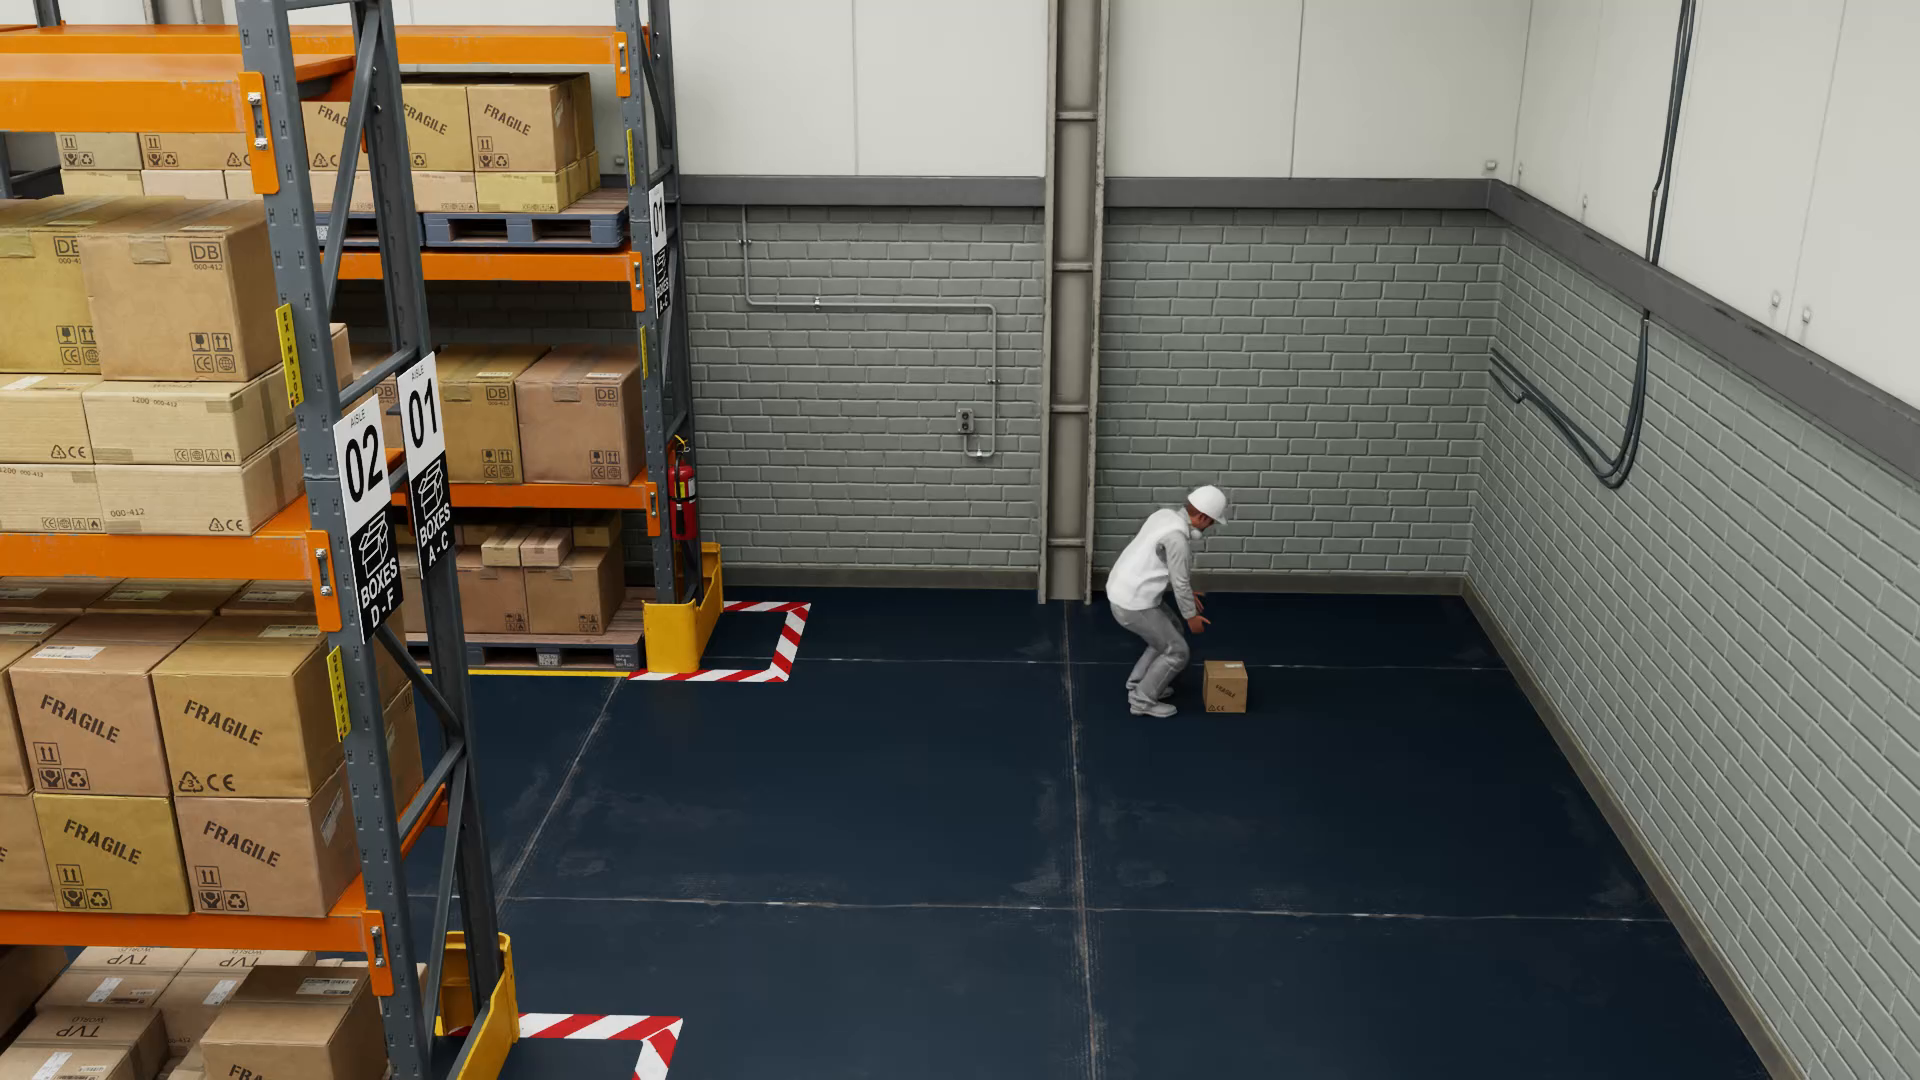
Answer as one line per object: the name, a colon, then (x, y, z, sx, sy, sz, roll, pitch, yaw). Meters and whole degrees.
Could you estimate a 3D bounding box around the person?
person: (1.290, 0.359, 10.517, 0.734, 1.478, 0.591, 1, 21, 2)
